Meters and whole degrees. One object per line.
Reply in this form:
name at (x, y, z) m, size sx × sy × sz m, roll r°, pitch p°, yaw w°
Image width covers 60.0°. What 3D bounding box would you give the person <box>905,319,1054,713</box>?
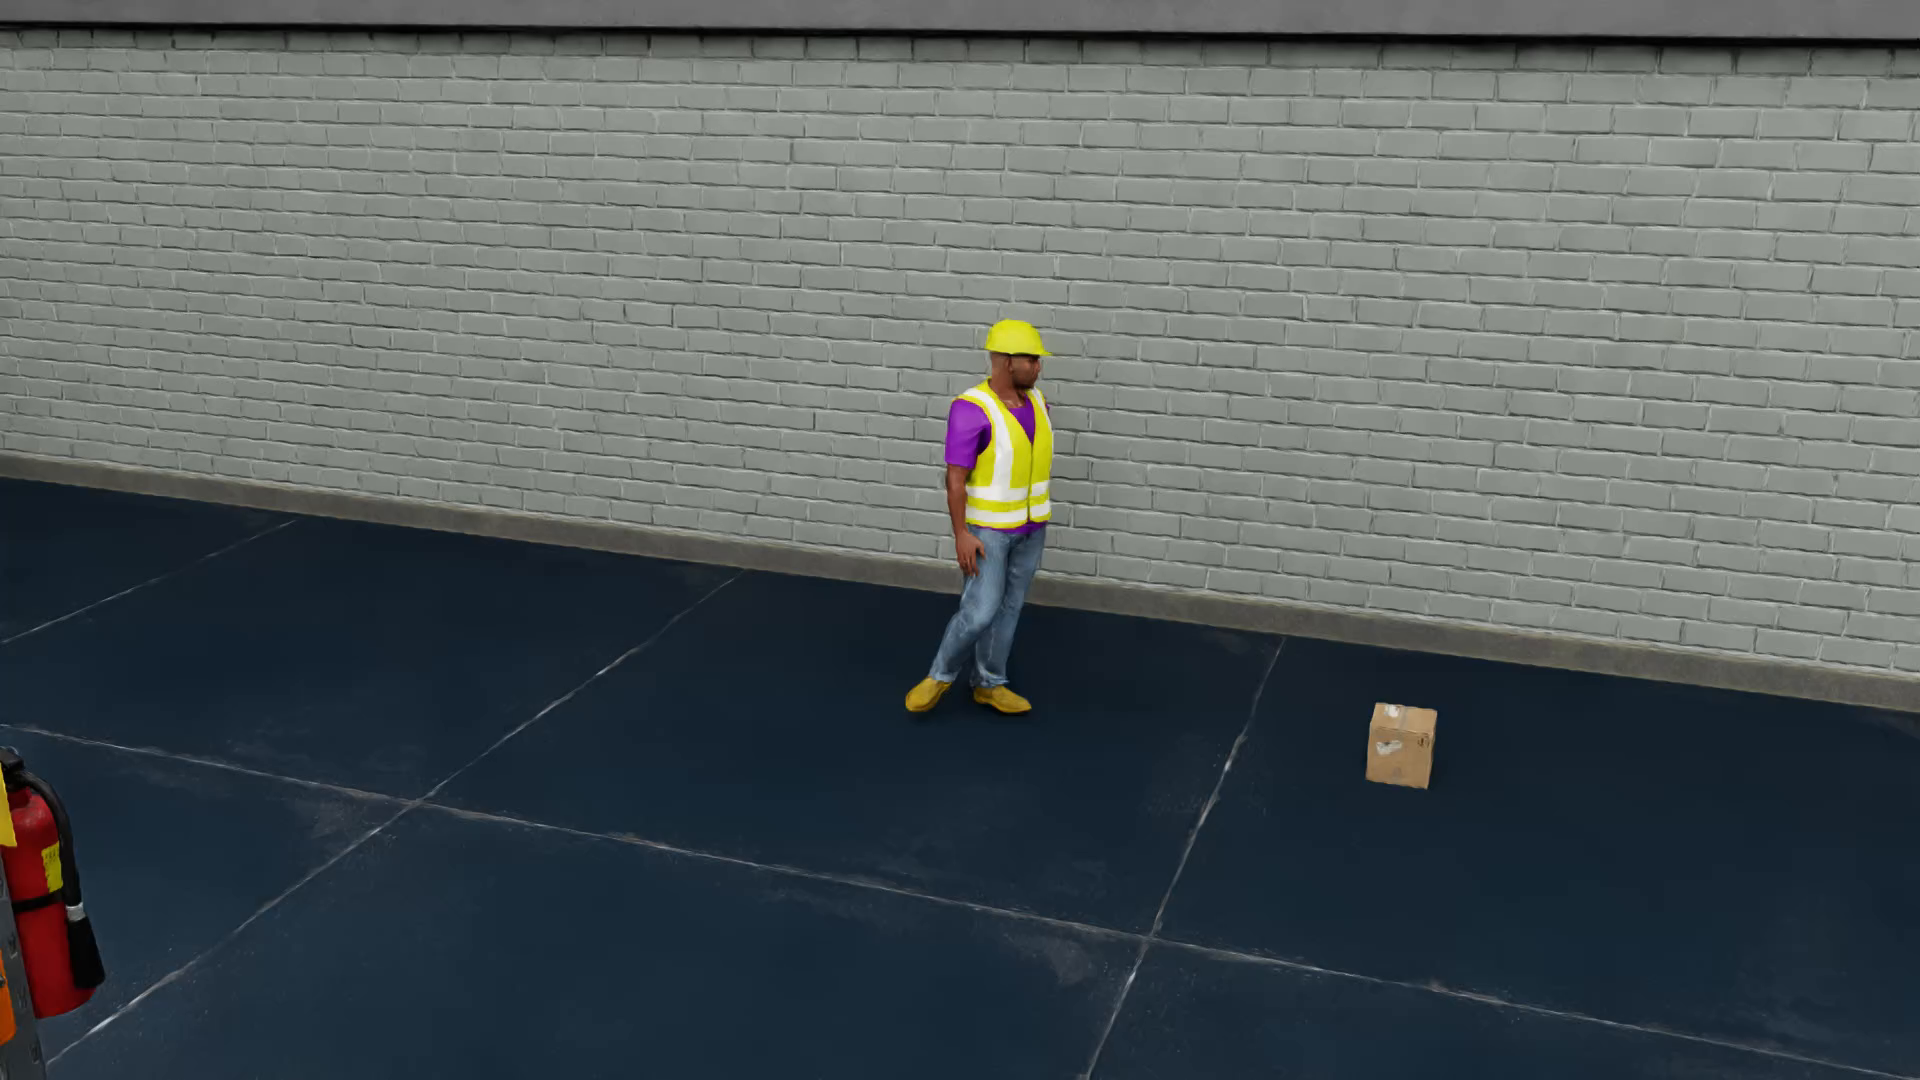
person at (0.112, -0.080, 7.205) m, size 0.726 × 1.762 × 0.448 m, roll -16°, pitch 24°, yaw -39°
